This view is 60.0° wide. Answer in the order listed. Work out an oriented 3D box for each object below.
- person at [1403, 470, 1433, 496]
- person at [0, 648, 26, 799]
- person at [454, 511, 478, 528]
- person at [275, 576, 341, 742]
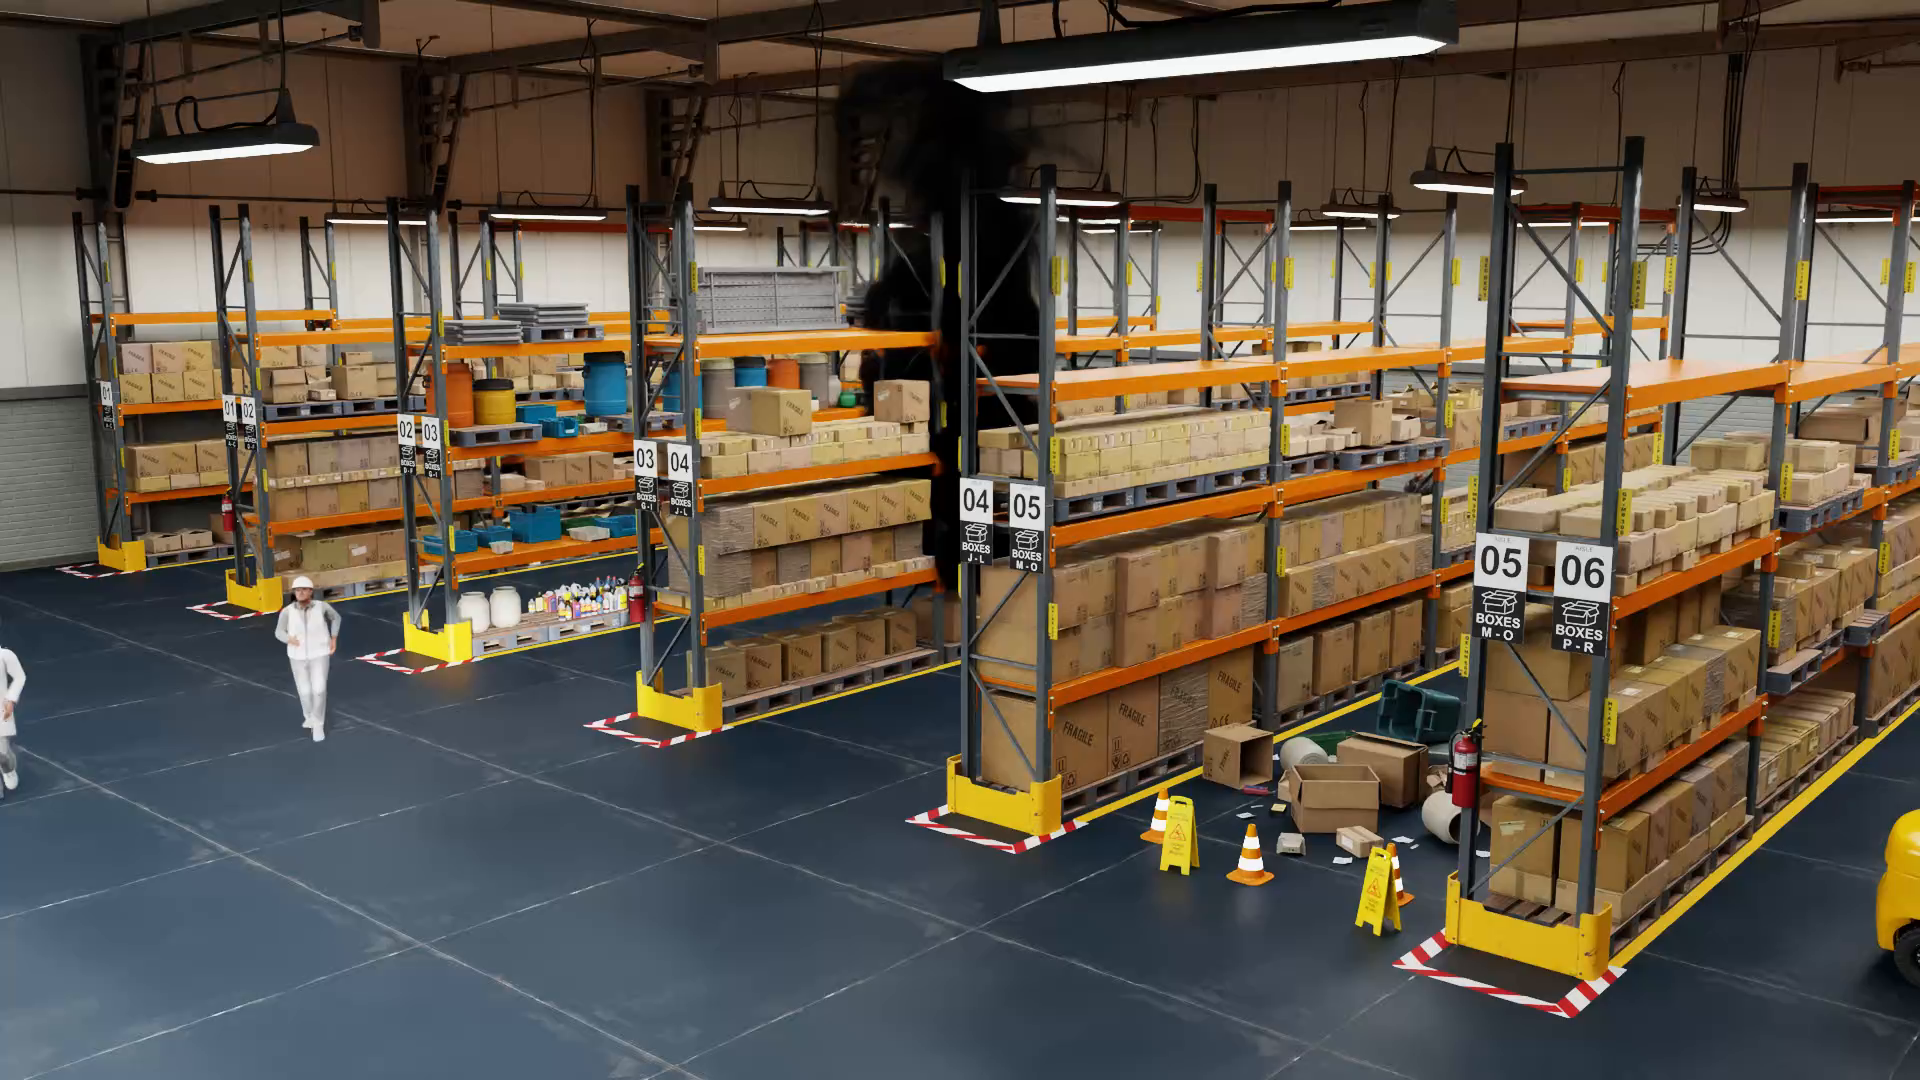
[{"bbox_3d":[8.017,-0.463,28.967,0.686,1.700,0.909,6,11,32],"label":"person"},{"bbox_3d":[-9.392,1.667,16.030,0.721,1.746,0.639,-4,10,-23],"label":"person"},{"bbox_3d":[-9.057,-0.731,30.056,0.659,1.774,1.002,6,11,31],"label":"person"},{"bbox_3d":[-7.146,1.295,18.256,0.658,1.819,0.734,-2,10,-12],"label":"person"}]
